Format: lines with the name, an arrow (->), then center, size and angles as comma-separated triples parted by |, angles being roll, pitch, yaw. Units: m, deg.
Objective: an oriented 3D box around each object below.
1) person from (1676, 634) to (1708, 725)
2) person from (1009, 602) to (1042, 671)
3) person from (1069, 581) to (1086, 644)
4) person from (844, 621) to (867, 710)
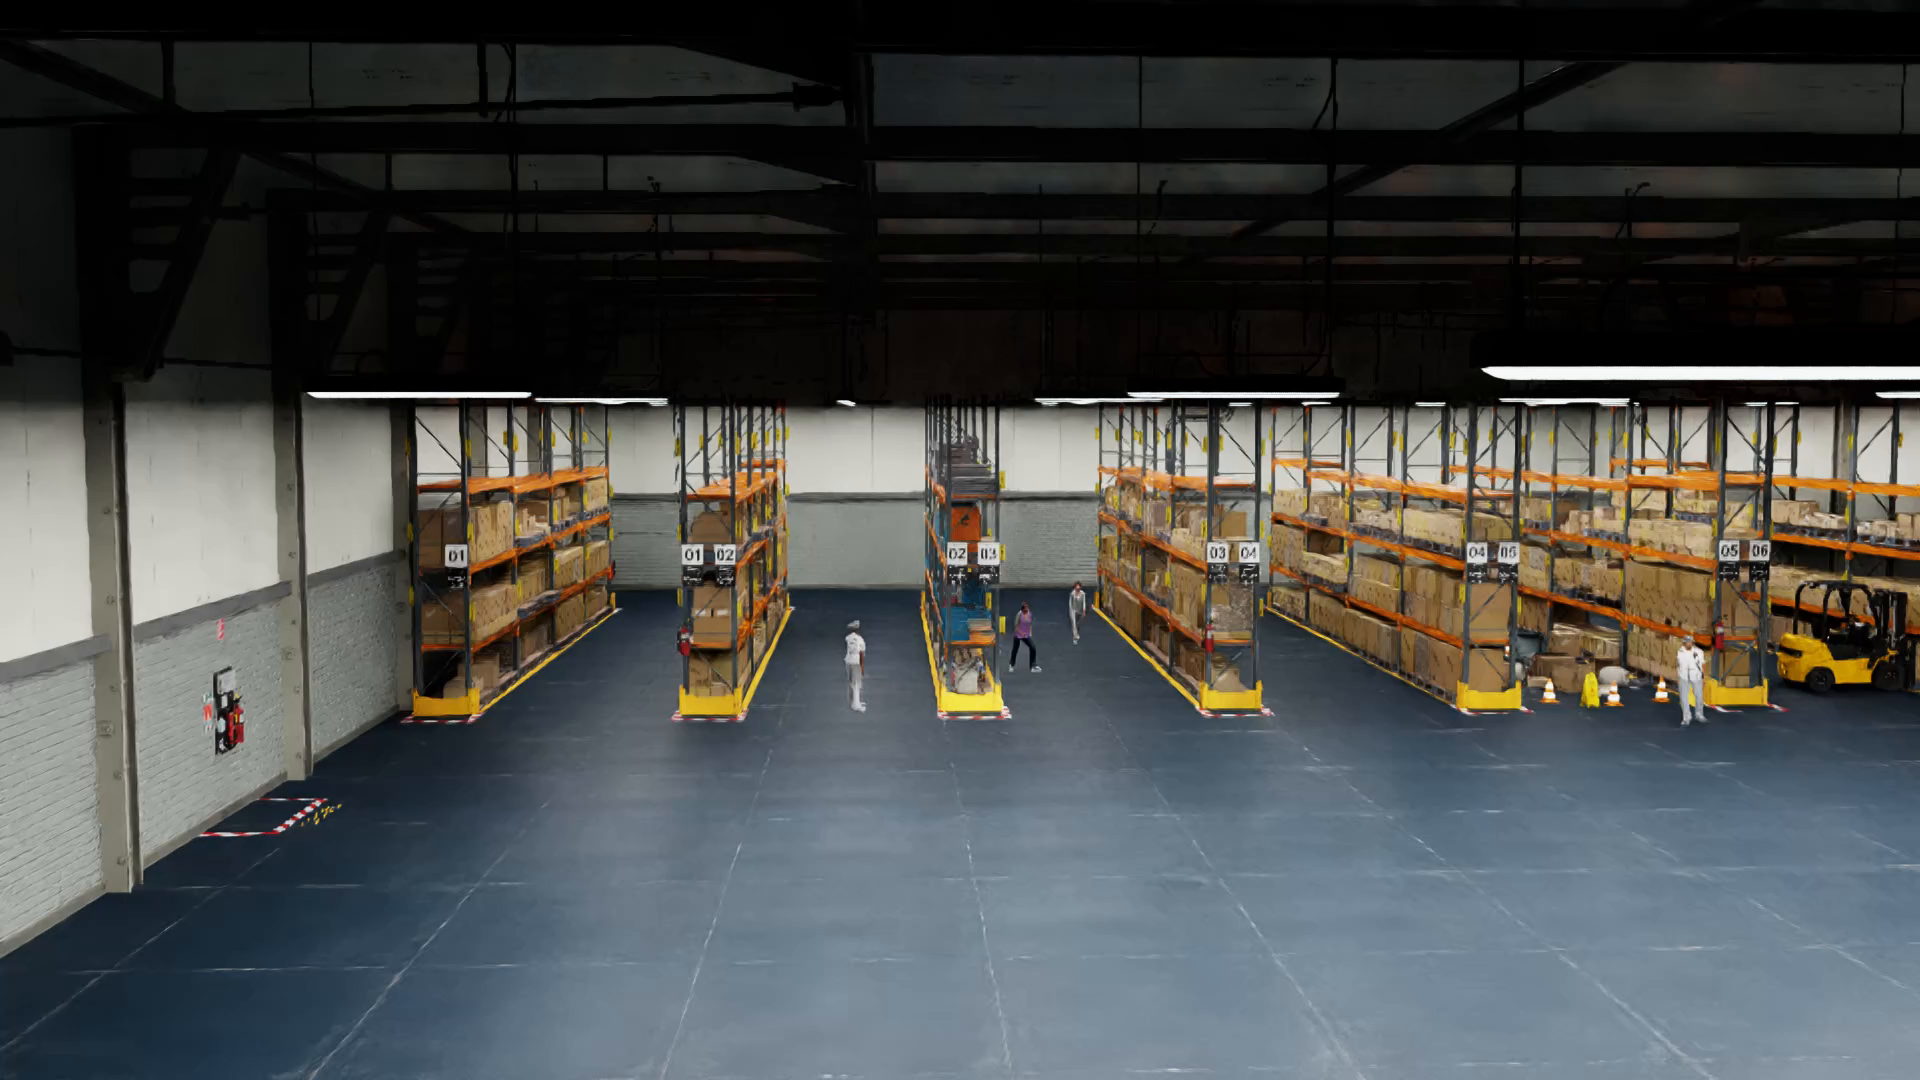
person -> 13.314, 2.517, 30.225 | 0.548, 1.648, 0.591 | 3, 5, 34
person -> 1.377, 2.089, 36.216 | 0.573, 1.535, 0.749 | -2, 5, -24
person -> 2.878, 1.741, 40.641 | 0.415, 1.517, 1.041 | 0, 5, -5
person -> -1.936, 2.378, 31.686 | 0.472, 1.678, 0.503 | -4, 6, -41
